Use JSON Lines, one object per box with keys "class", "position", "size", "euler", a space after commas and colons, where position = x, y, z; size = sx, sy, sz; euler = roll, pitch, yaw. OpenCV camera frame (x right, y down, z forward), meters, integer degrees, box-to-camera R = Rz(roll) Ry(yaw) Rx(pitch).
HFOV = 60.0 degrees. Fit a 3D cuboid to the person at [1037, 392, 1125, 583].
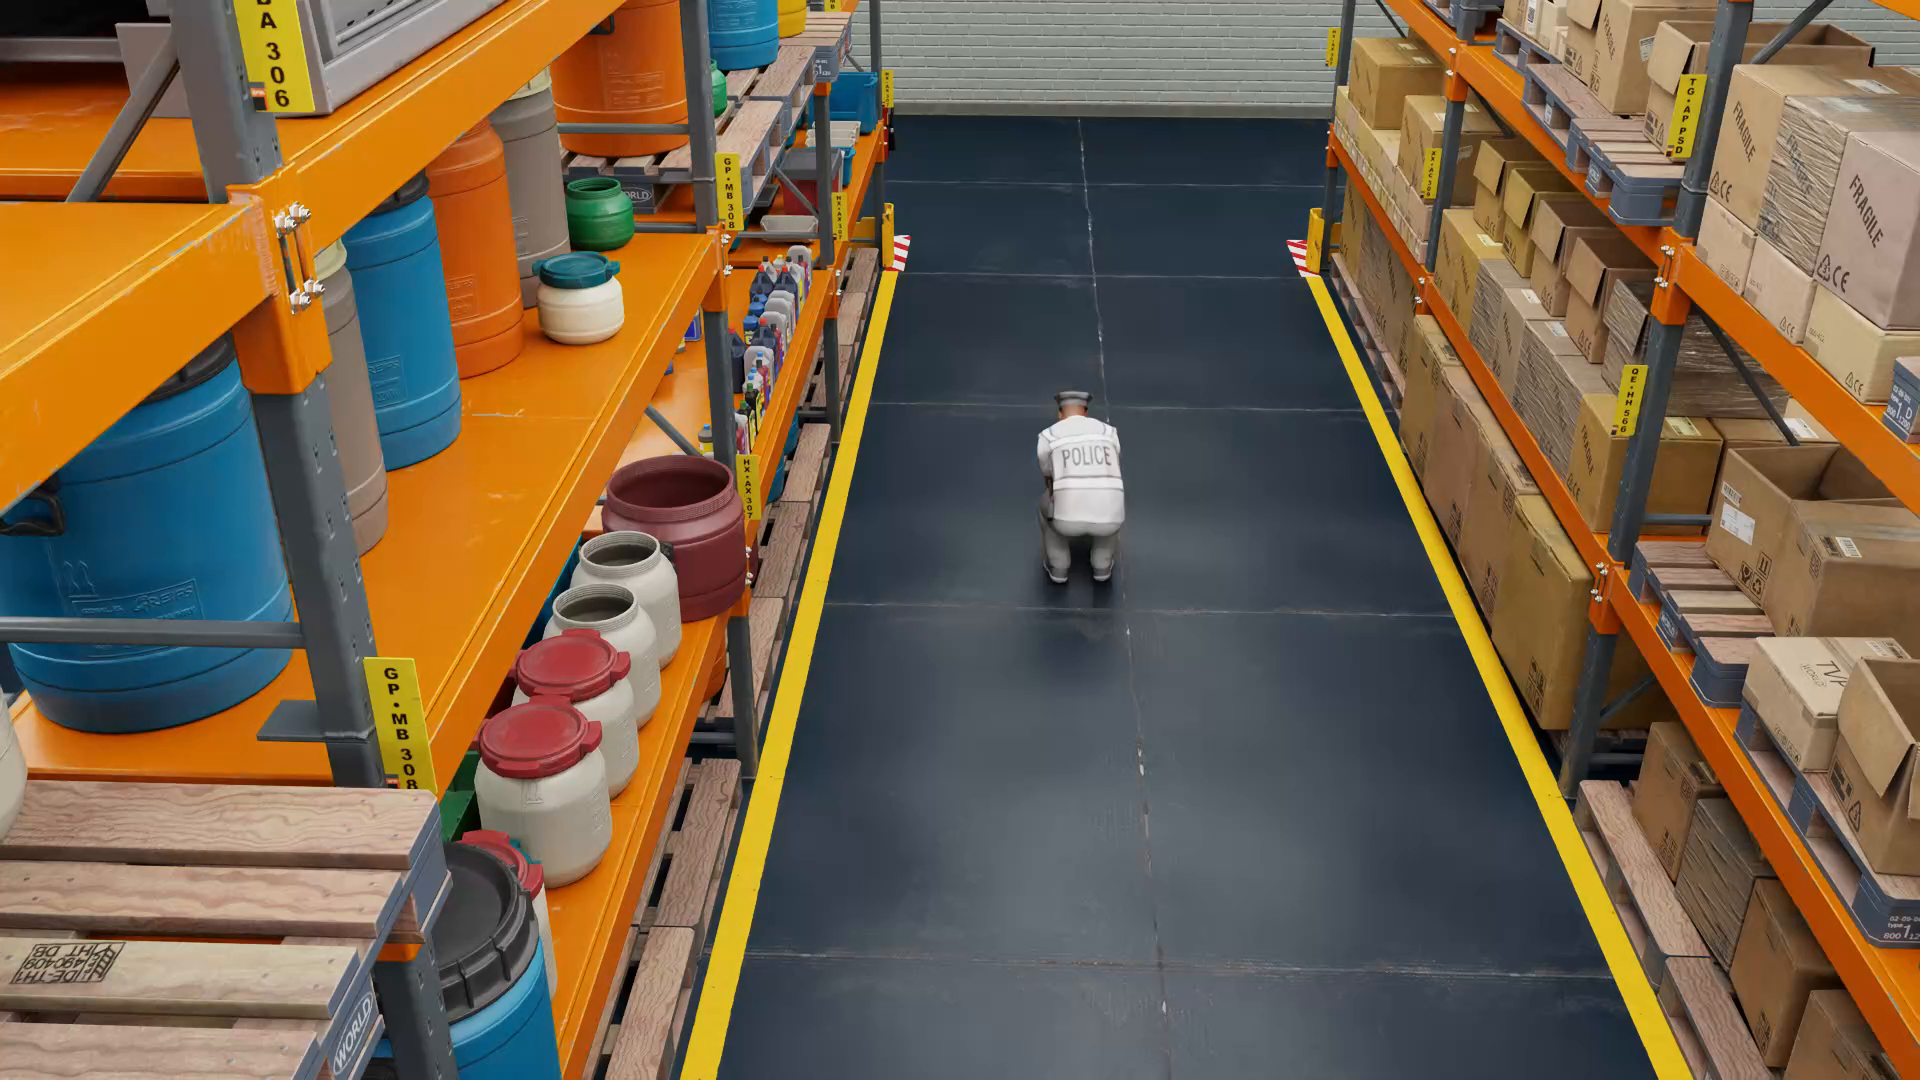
{"class": "person", "position": [0.726, -0.309, 9.989], "size": [0.527, 1.031, 0.914], "euler": [0, 28, 1]}
